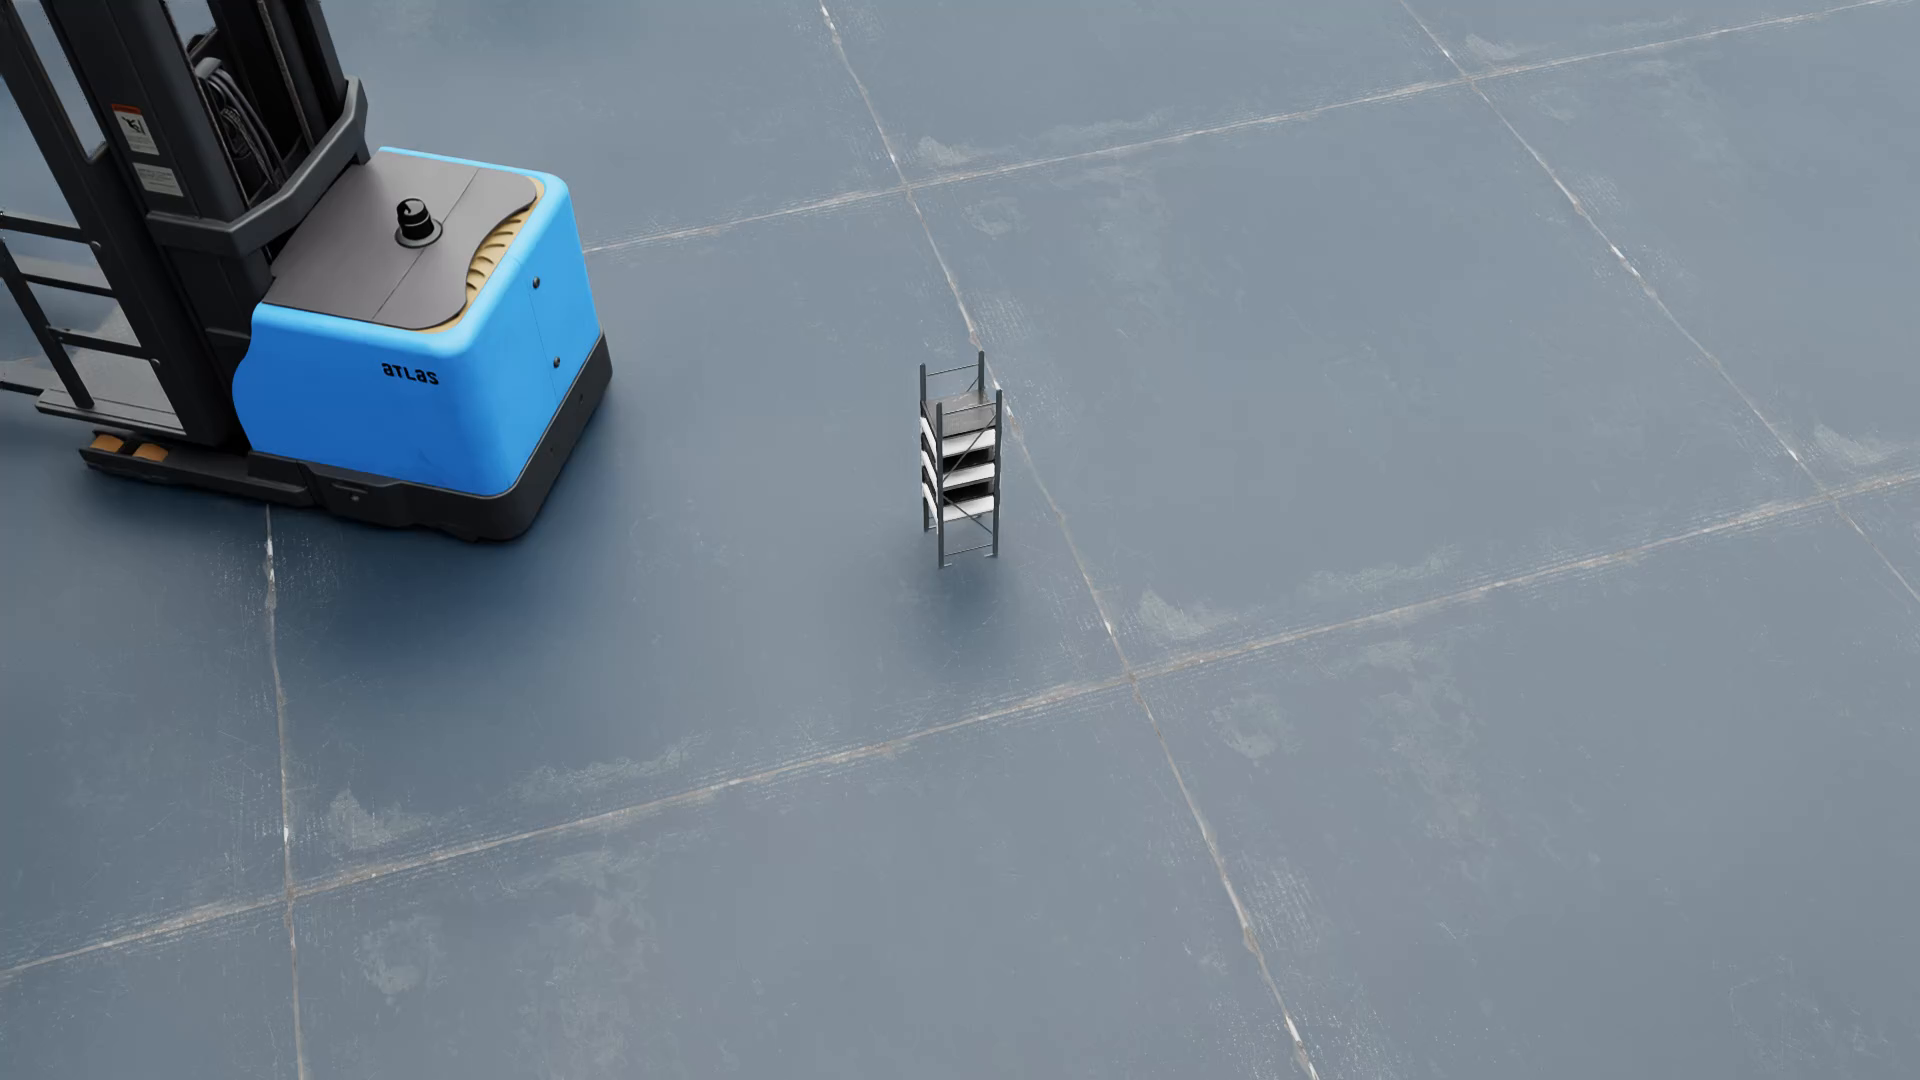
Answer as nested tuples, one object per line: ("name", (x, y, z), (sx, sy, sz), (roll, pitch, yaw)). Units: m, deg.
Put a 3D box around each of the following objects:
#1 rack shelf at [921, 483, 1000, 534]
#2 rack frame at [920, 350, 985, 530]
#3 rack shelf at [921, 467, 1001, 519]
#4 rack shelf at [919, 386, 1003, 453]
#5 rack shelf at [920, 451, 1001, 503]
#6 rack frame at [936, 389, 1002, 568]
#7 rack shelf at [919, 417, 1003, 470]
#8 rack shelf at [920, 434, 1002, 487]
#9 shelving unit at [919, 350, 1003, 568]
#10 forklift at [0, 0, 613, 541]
("rack shelf", (0.002, -0.147, 6.354), (0.258, 0.077, 0.200), (-13, 51, -11))
("rack frame", (-0.028, -0.358, 6.253), (0.240, 0.900, 0.006), (-13, 51, -11))
("rack shelf", (0.002, -0.205, 6.285), (0.258, 0.077, 0.200), (-13, 51, -11))
("rack shelf", (0.002, -0.437, 6.010), (0.258, 0.077, 0.200), (-13, 51, -11))
("rack shelf", (0.002, -0.263, 6.216), (0.258, 0.077, 0.200), (-13, 51, -11))
("rack frame", (0.032, -0.210, 6.128), (0.240, 0.900, 0.006), (-13, 51, -11))
("rack shelf", (0.002, -0.379, 6.078), (0.258, 0.077, 0.200), (-13, 51, -11))
("rack shelf", (0.002, -0.321, 6.147), (0.258, 0.077, 0.200), (-13, 51, -11))
("shelving unit", (0.002, -0.284, 6.191), (0.258, 0.900, 0.210), (-13, 51, -11))
("forklift", (-3.044, -1.555, 5.934), (3.031, 2.935, 1.130), (11, 51, 9))
